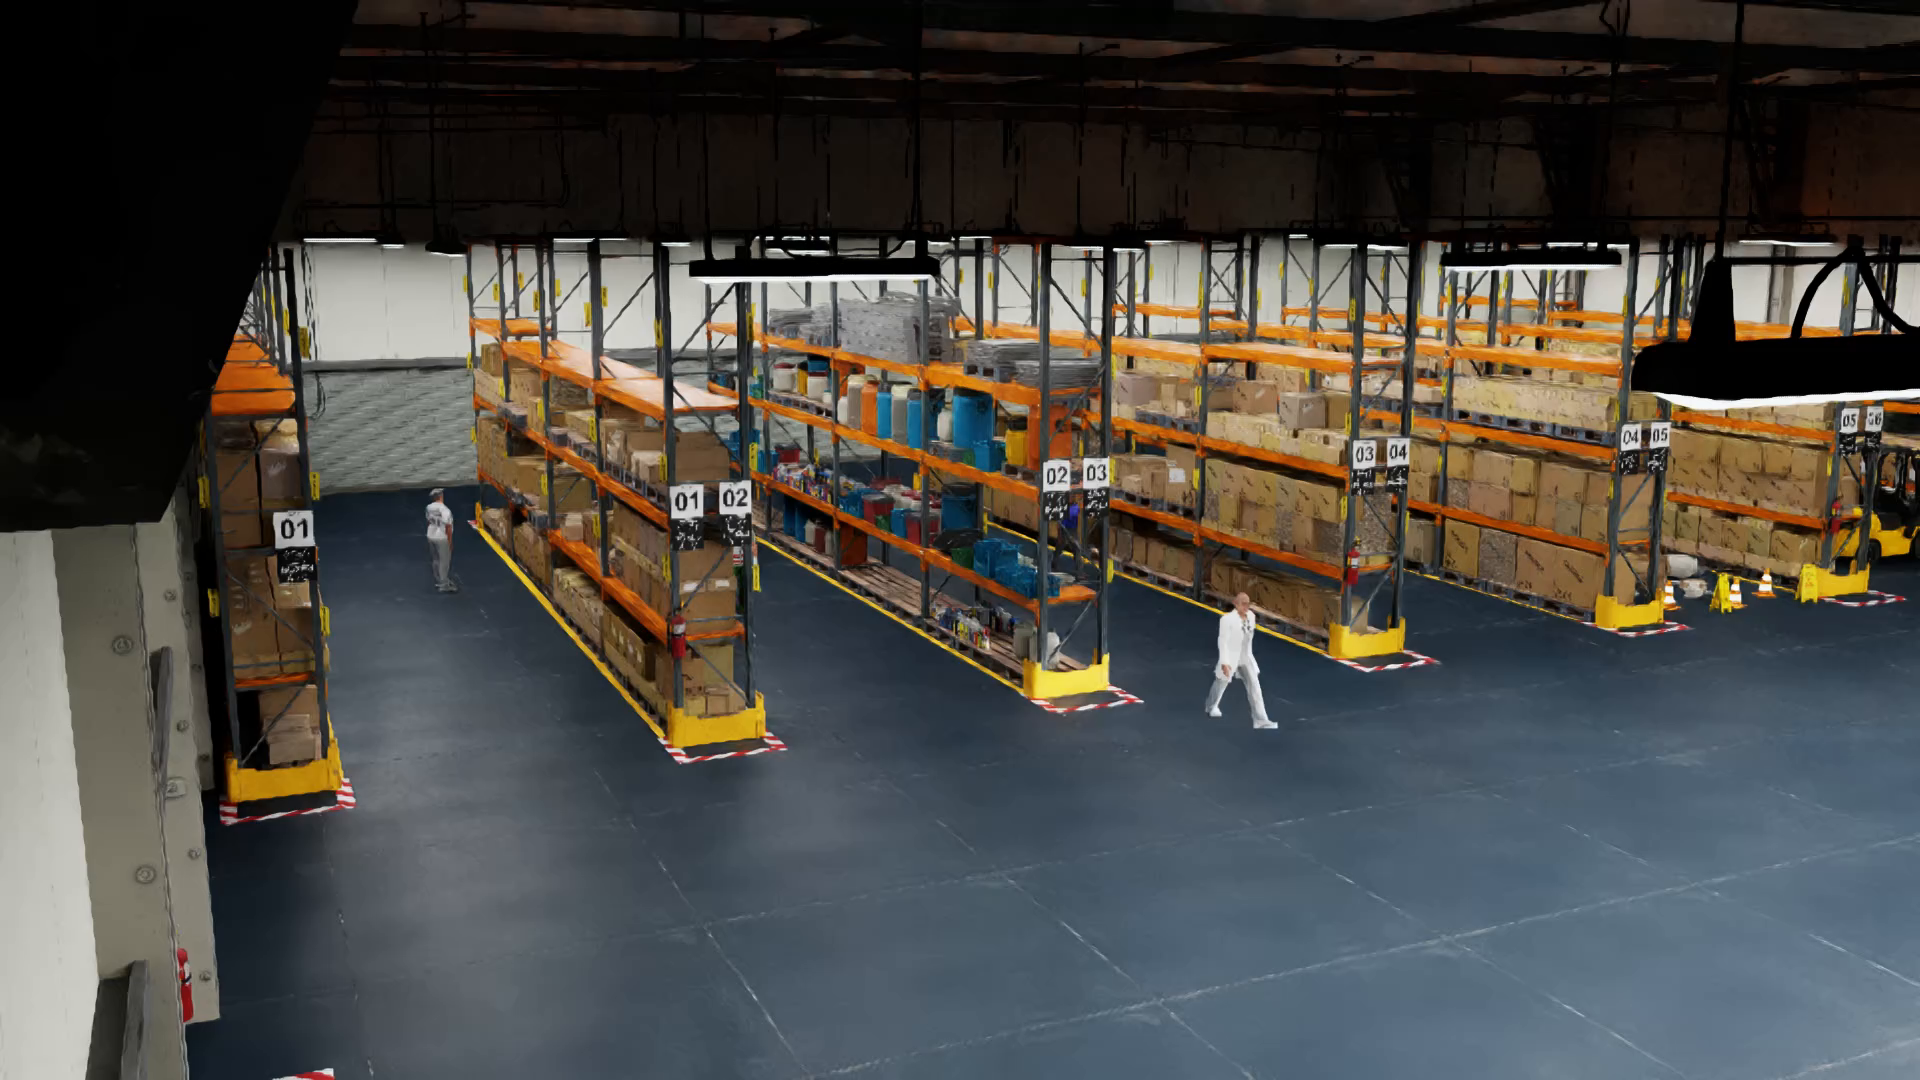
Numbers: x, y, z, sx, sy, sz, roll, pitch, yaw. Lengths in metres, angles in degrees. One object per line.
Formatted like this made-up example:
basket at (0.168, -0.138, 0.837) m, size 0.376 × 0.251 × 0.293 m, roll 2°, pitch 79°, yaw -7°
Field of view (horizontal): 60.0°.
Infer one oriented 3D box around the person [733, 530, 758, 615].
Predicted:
person at (-3.559, 0.384, 26.619) m, size 0.677 × 1.742 × 0.552 m, roll -5°, pitch 12°, yaw -25°

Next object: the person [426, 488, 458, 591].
person at (-8.892, -0.022, 28.573) m, size 0.593 × 1.758 × 0.476 m, roll 8°, pitch 14°, yaw 36°

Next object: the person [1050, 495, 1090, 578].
person at (1.921, -0.131, 29.578) m, size 0.447 × 1.574 × 1.088 m, roll -4°, pitch 12°, yaw -21°

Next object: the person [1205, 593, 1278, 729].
person at (3.501, 1.485, 20.884) m, size 0.599 × 1.695 × 1.187 m, roll -5°, pitch 12°, yaw -26°
